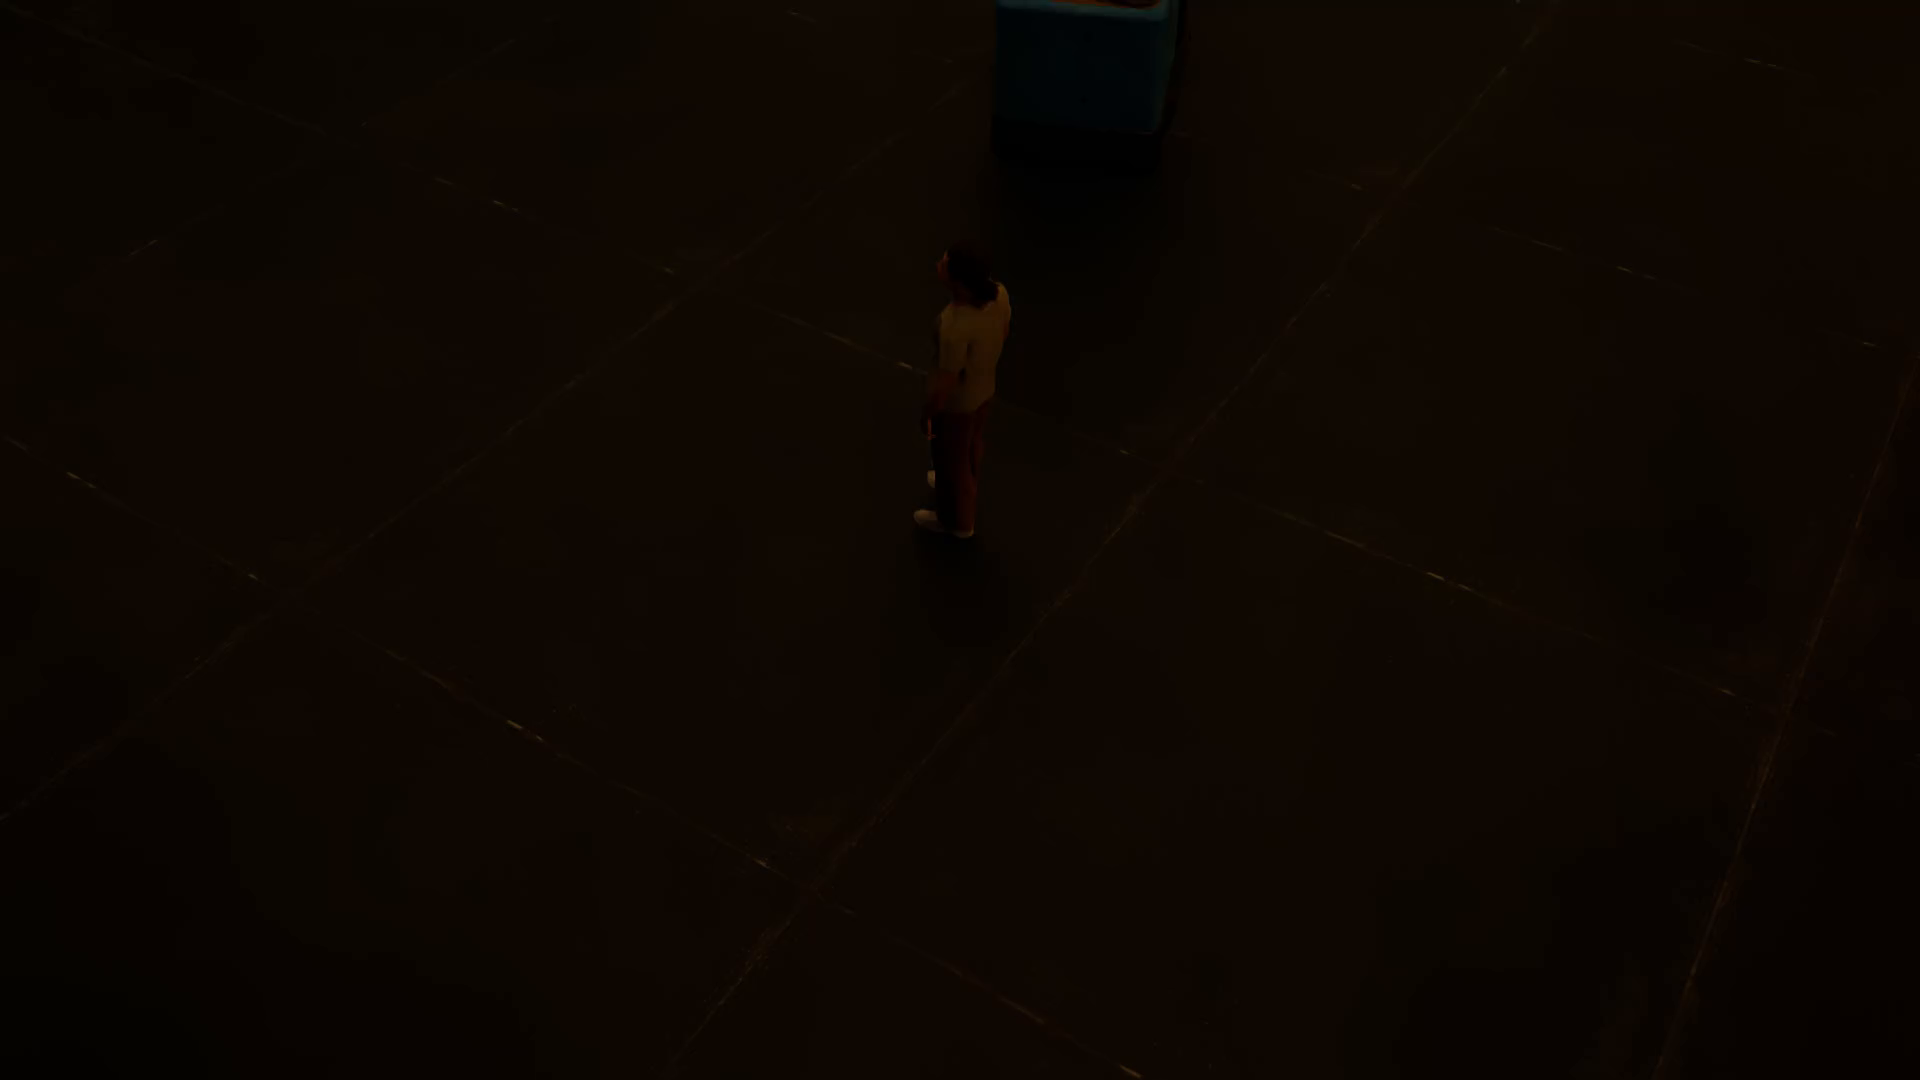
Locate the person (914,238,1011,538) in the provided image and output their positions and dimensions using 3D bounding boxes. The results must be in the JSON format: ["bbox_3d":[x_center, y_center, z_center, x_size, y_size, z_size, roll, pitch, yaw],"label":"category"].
[{"bbox_3d":[-0.065,-0.675,7.414,0.527,1.660,0.554,24,48,23],"label":"person"}]

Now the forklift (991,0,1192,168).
[{"bbox_3d":[0.998,-4.394,10.483,1.130,2.935,3.031,8,44,8],"label":"forklift"}]
